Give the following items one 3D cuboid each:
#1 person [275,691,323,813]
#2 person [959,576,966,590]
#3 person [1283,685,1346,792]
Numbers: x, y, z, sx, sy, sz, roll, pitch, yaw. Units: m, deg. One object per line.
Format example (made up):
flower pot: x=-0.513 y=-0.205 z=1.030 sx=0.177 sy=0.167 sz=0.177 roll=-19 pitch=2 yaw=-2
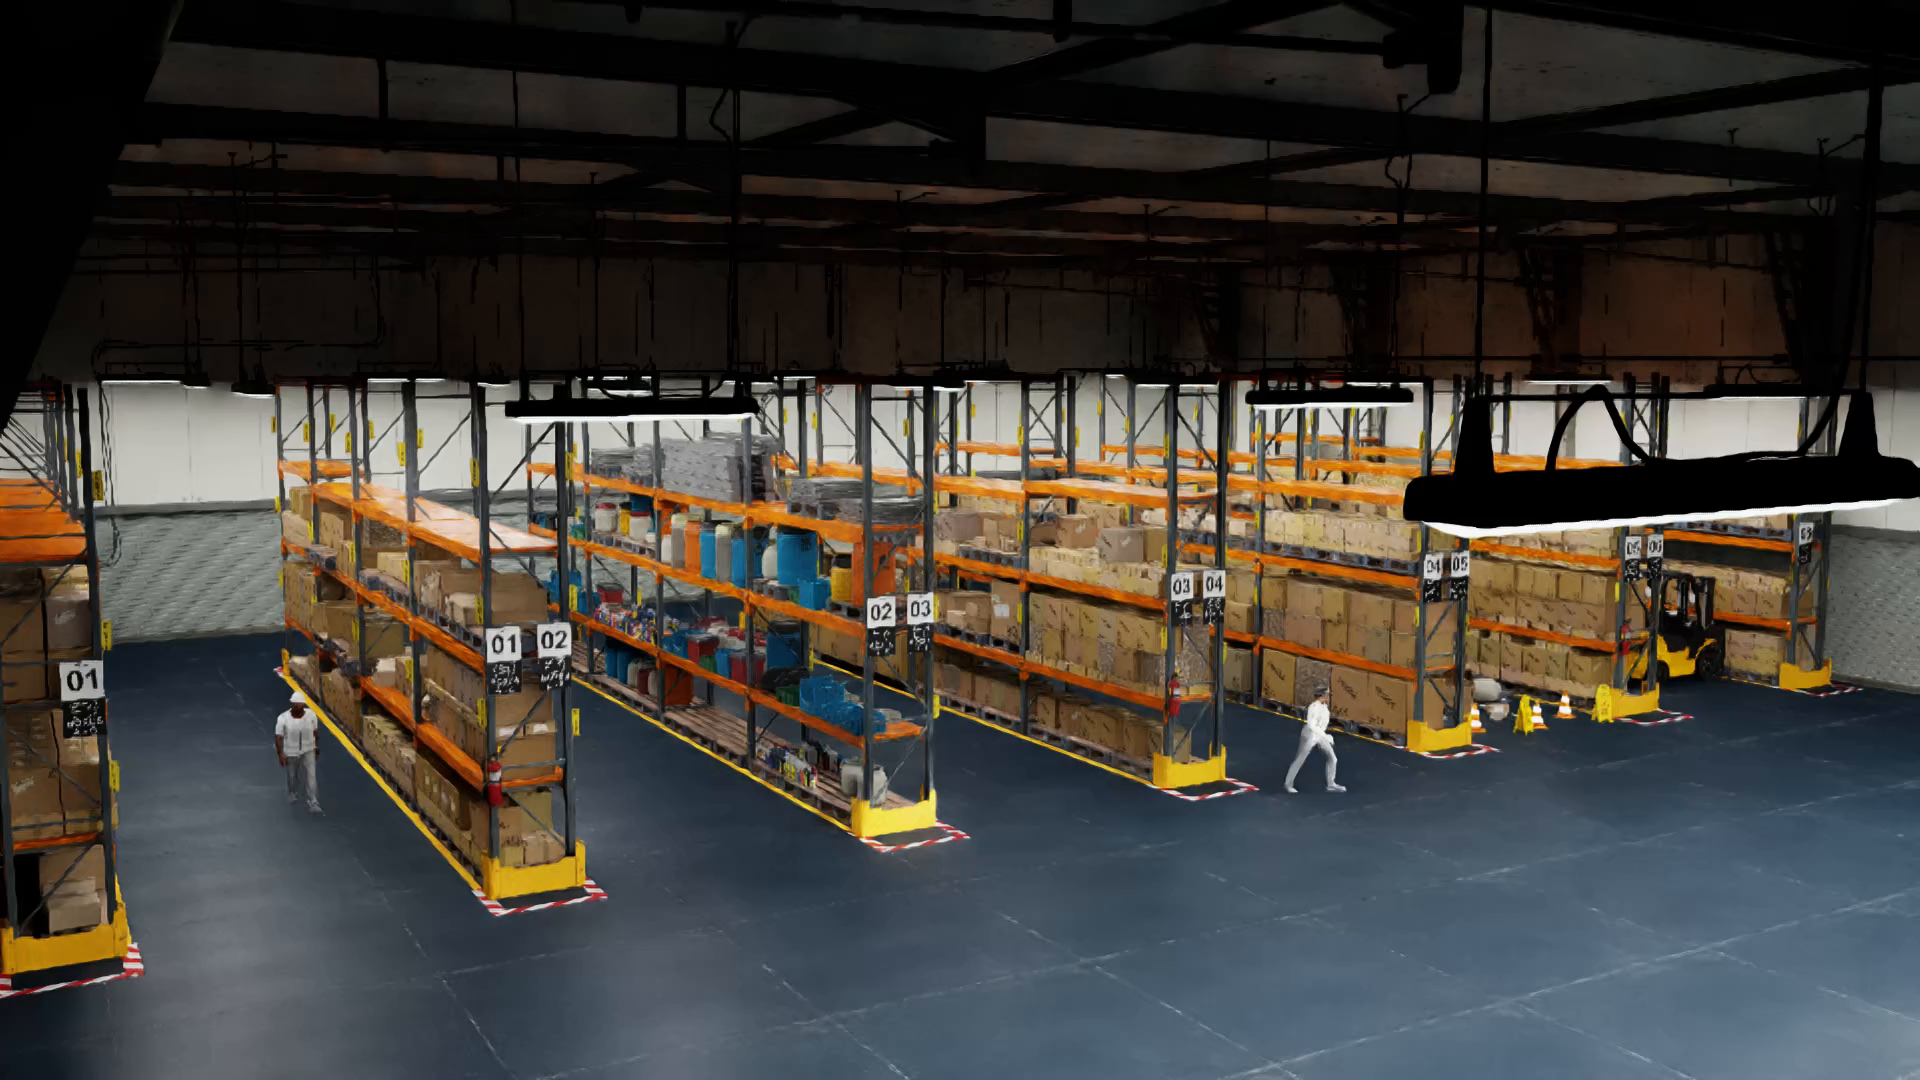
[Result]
person: x=-9.251 y=2.941 z=23.254 sx=0.577 sy=1.687 sz=1.121 roll=-3 pitch=7 yaw=-28
person: x=-0.020 y=0.734 z=43.103 sx=0.672 sy=1.773 sz=0.531 roll=3 pitch=7 yaw=22
person: x=5.155 y=2.879 z=24.210 sx=0.782 sy=1.612 sz=0.643 roll=6 pitch=8 yaw=42
